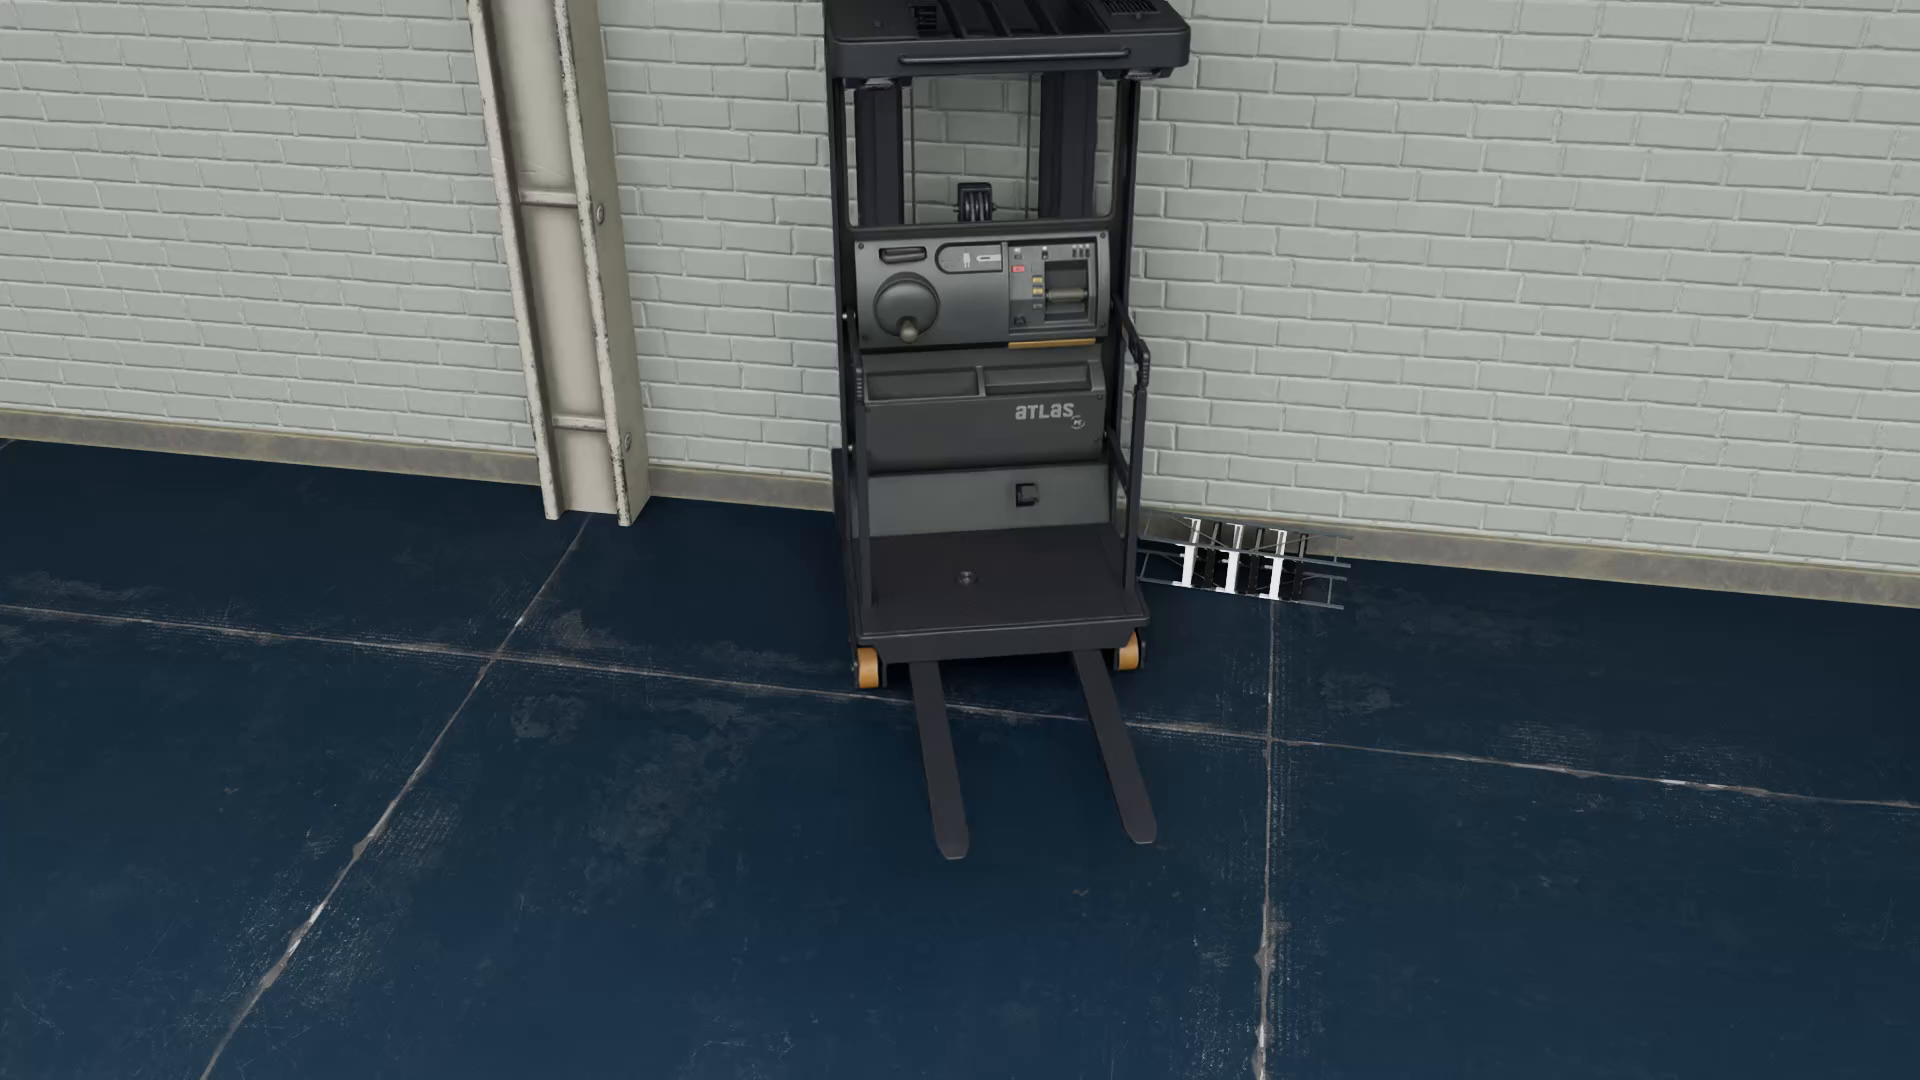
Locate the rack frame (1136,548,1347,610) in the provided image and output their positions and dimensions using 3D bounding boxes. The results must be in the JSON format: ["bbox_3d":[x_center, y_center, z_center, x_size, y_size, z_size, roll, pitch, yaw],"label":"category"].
[{"bbox_3d":[1.160,0.159,6.982,0.900,0.006,0.240,8,33,12],"label":"rack frame"}]

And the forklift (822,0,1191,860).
[{"bbox_3d":[0.112,-0.868,5.875,1.130,2.935,3.031,-4,32,-6],"label":"forklift"}]

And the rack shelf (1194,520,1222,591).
[{"bbox_3d":[1.041,0.057,6.952,0.077,0.200,0.258,8,33,12],"label":"rack shelf"}]

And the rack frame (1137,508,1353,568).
[{"bbox_3d":[1.162,-0.013,6.873,0.900,0.006,0.240,8,33,12],"label":"rack frame"}]

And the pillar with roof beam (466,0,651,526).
[{"bbox_3d":[-2.350,-1.721,1.519,0.400,9.000,9.100,5,32,8],"label":"pillar with roof beam"}]

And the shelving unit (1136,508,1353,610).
[{"bbox_3d":[1.161,0.073,6.927,0.900,0.210,0.258,8,33,12],"label":"shelving unit"}]

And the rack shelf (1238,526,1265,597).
[{"bbox_3d":[1.216,0.081,6.916,0.077,0.200,0.258,8,33,12],"label":"rack shelf"}]

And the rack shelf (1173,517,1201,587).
[{"bbox_3d":[0.954,0.044,6.970,0.077,0.200,0.258,8,33,12],"label":"rack shelf"}]

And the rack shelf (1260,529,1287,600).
[{"bbox_3d":[1.303,0.093,6.898,0.077,0.200,0.258,8,33,12],"label":"rack shelf"}]

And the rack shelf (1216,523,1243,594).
[{"bbox_3d":[1.129,0.069,6.934,0.077,0.200,0.258,8,33,12],"label":"rack shelf"}]

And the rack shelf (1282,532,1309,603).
[{"bbox_3d":[1.391,0.106,6.880,0.077,0.200,0.258,8,33,12],"label":"rack shelf"}]
